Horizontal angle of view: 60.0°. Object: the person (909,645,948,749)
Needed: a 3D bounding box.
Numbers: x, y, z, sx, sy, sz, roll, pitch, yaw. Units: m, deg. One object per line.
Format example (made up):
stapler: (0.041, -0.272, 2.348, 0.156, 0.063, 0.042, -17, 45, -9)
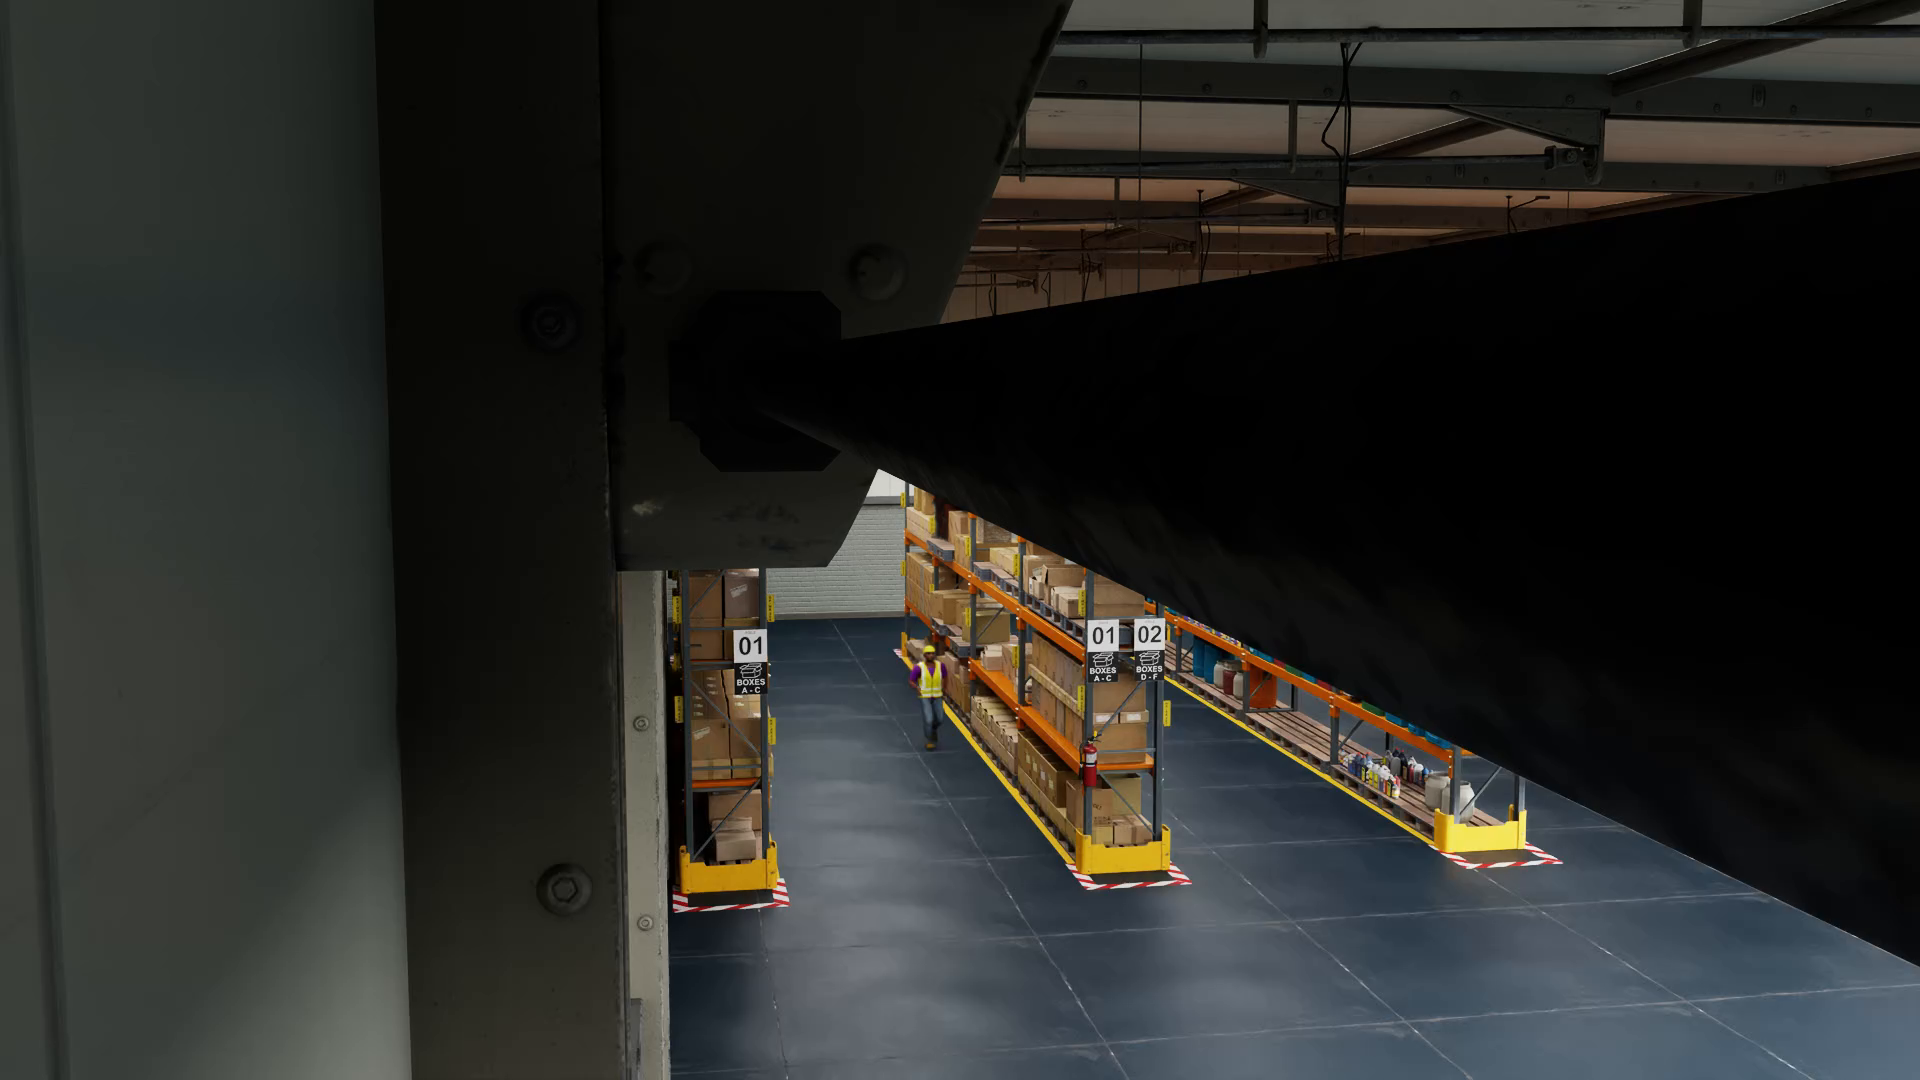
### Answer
person: (-0.496, 2.606, 27.666, 0.692, 1.718, 0.603, -2, 6, -15)
